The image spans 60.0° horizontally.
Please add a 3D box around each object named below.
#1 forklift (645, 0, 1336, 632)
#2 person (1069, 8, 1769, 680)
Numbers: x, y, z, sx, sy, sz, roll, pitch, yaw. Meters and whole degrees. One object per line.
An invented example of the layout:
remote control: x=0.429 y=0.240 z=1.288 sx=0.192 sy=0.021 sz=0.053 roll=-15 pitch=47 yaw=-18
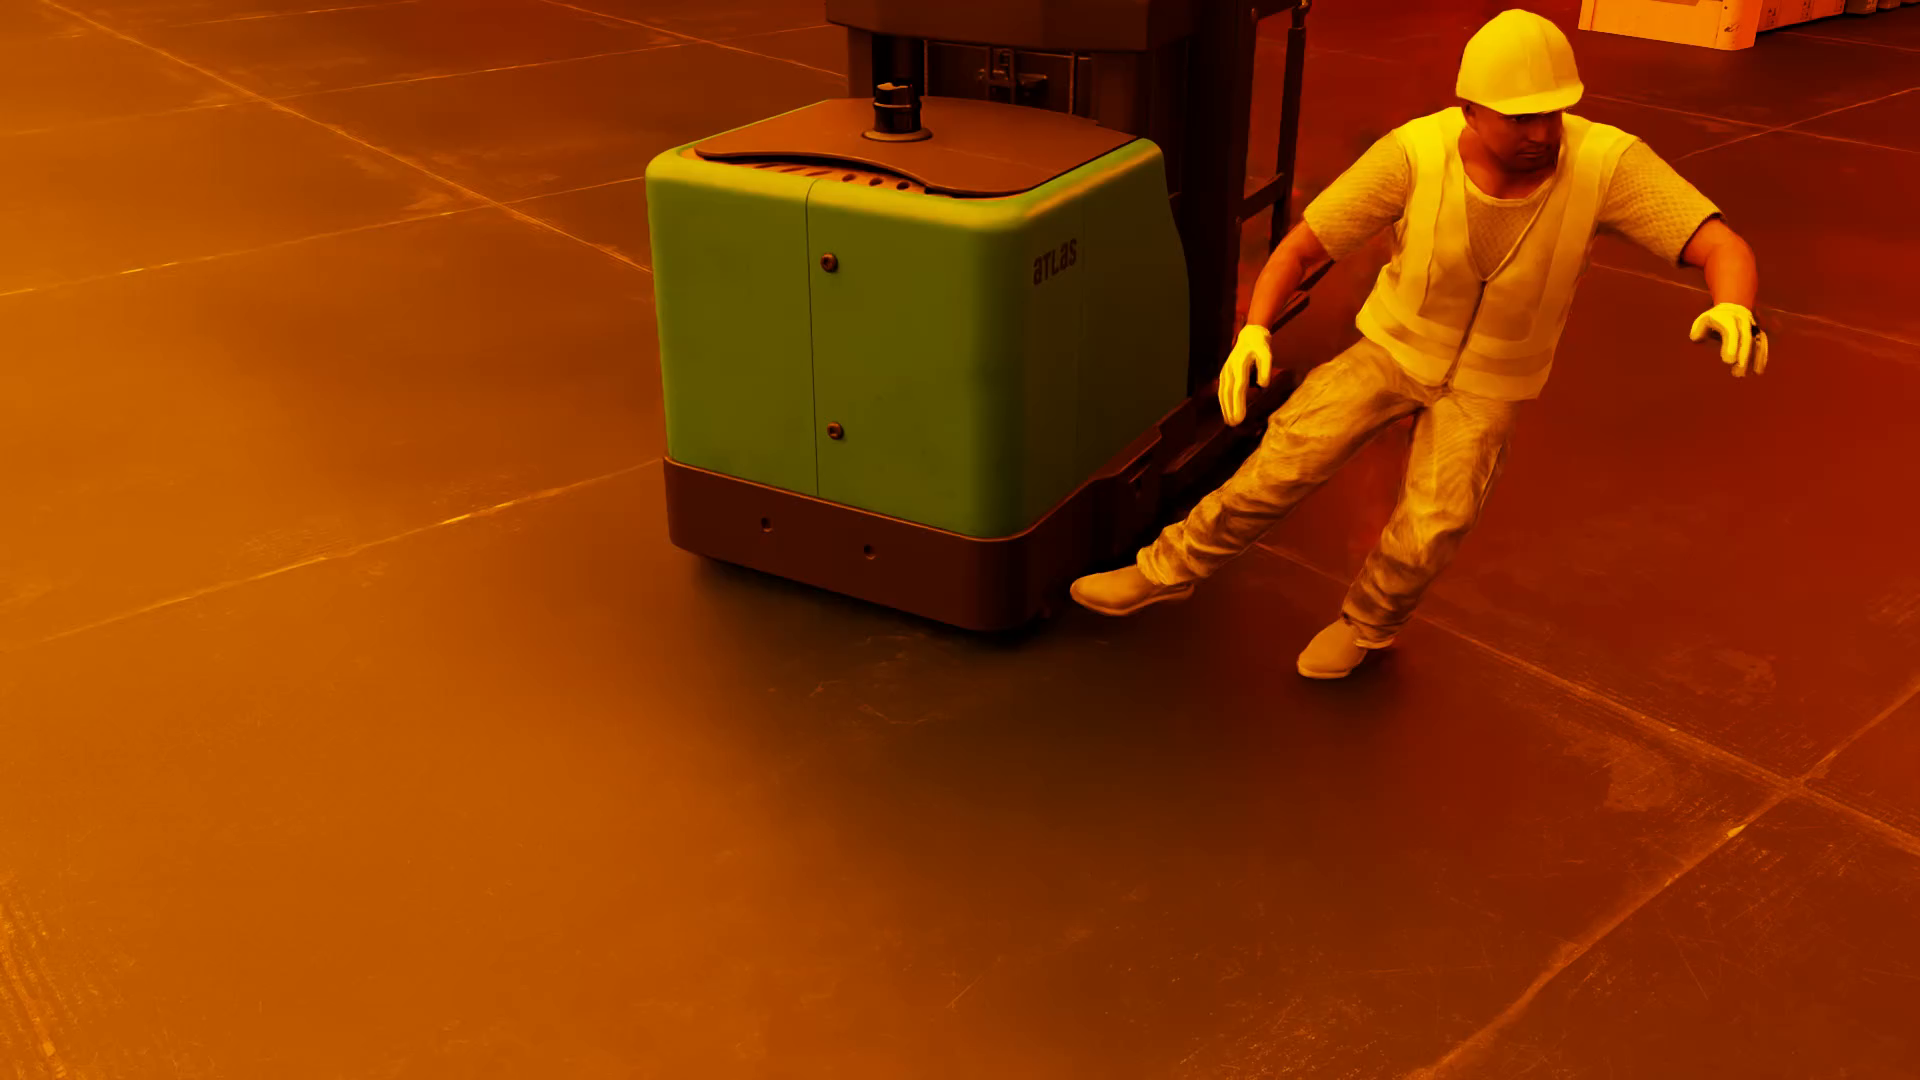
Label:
forklift: x=0.408 y=-1.714 z=4.658 sx=1.130 sy=2.935 sz=3.031 roll=14 pitch=30 yaw=26
person: x=0.863 y=-0.310 z=3.440 sx=1.308 sy=1.530 sz=0.931 roll=7 pitch=27 yaw=14
